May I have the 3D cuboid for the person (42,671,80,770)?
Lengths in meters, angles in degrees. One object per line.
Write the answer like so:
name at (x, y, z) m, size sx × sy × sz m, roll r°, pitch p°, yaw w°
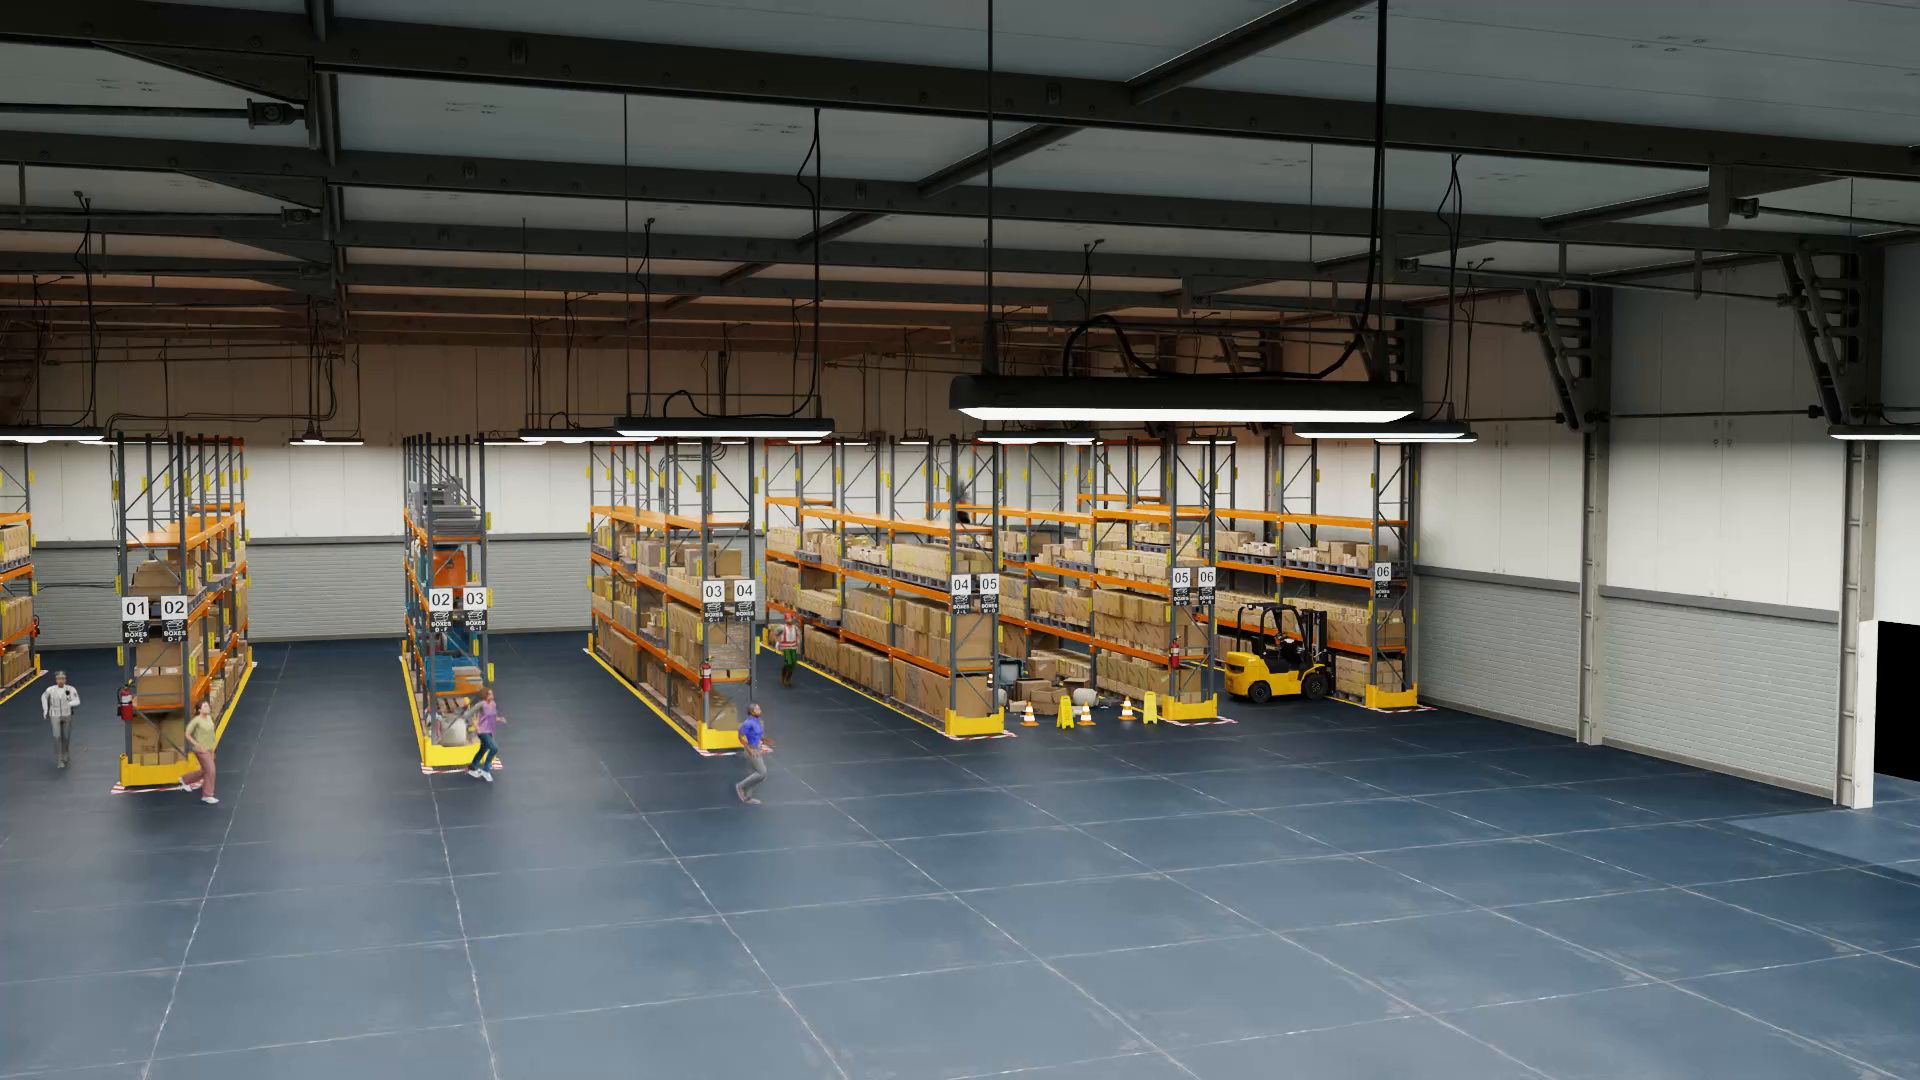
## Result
person at (-16.167, 3.208, 29.929) m, size 0.580 × 1.738 × 0.850 m, roll -2°, pitch 4°, yaw -33°

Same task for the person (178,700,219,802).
person at (-12.313, 3.415, 26.942) m, size 0.663 × 1.672 × 0.594 m, roll 1°, pitch 3°, yaw 10°

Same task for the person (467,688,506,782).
person at (-8.163, 3.339, 28.597) m, size 0.743 × 1.600 × 0.504 m, roll 1°, pitch 3°, yaw 20°

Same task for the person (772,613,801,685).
person at (-4.087, 2.624, 39.902) m, size 0.643 × 1.743 × 0.615 m, roll -2°, pitch 4°, yaw -32°

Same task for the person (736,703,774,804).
person at (-3.286, 3.438, 26.784) m, size 0.550 × 1.613 × 0.566 m, roll 1°, pitch 3°, yaw 9°
